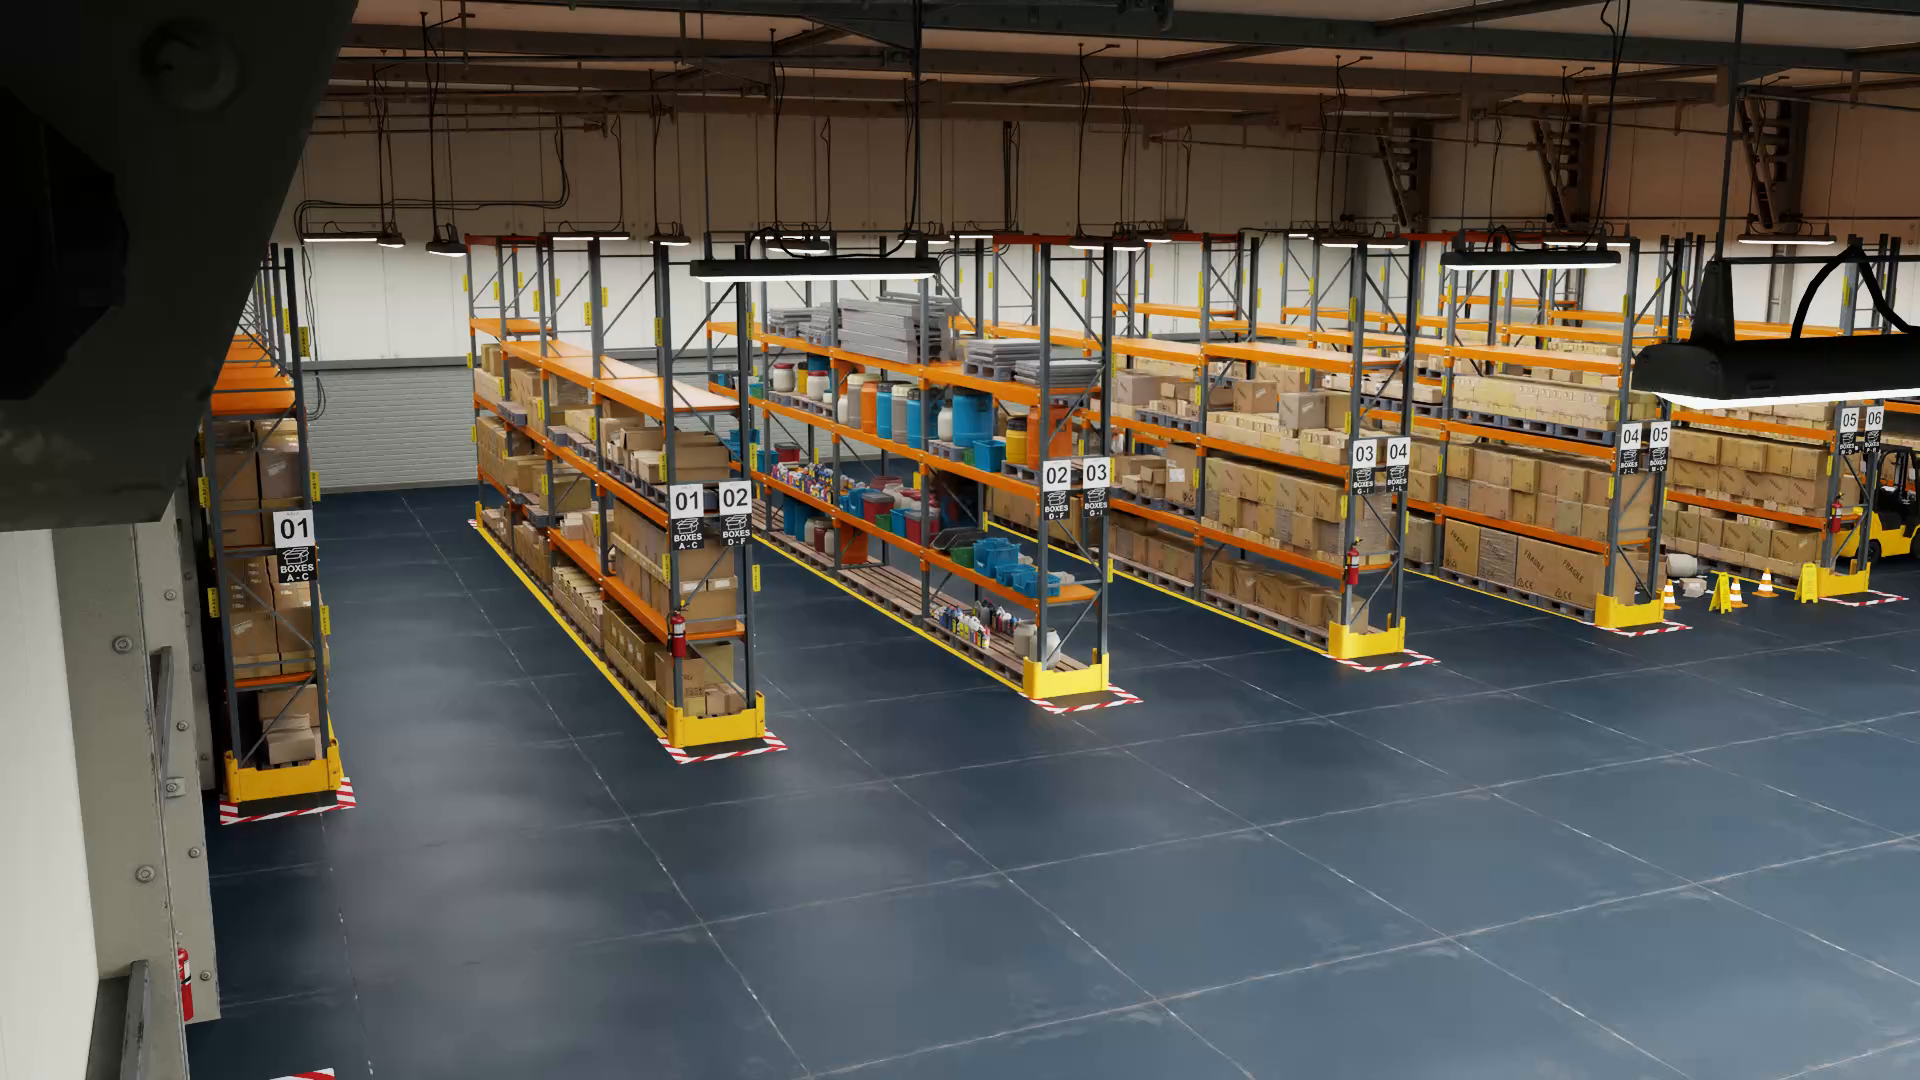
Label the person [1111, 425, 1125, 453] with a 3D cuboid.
[{"bbox_3d":[3.507,-1.736,37.467,0.628,1.848,0.762,-3,11,-14],"label":"person"}]

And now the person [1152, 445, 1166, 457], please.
[{"bbox_3d":[5.165,-2.627,42.415,0.587,1.637,0.557,-5,12,-22],"label":"person"}]
